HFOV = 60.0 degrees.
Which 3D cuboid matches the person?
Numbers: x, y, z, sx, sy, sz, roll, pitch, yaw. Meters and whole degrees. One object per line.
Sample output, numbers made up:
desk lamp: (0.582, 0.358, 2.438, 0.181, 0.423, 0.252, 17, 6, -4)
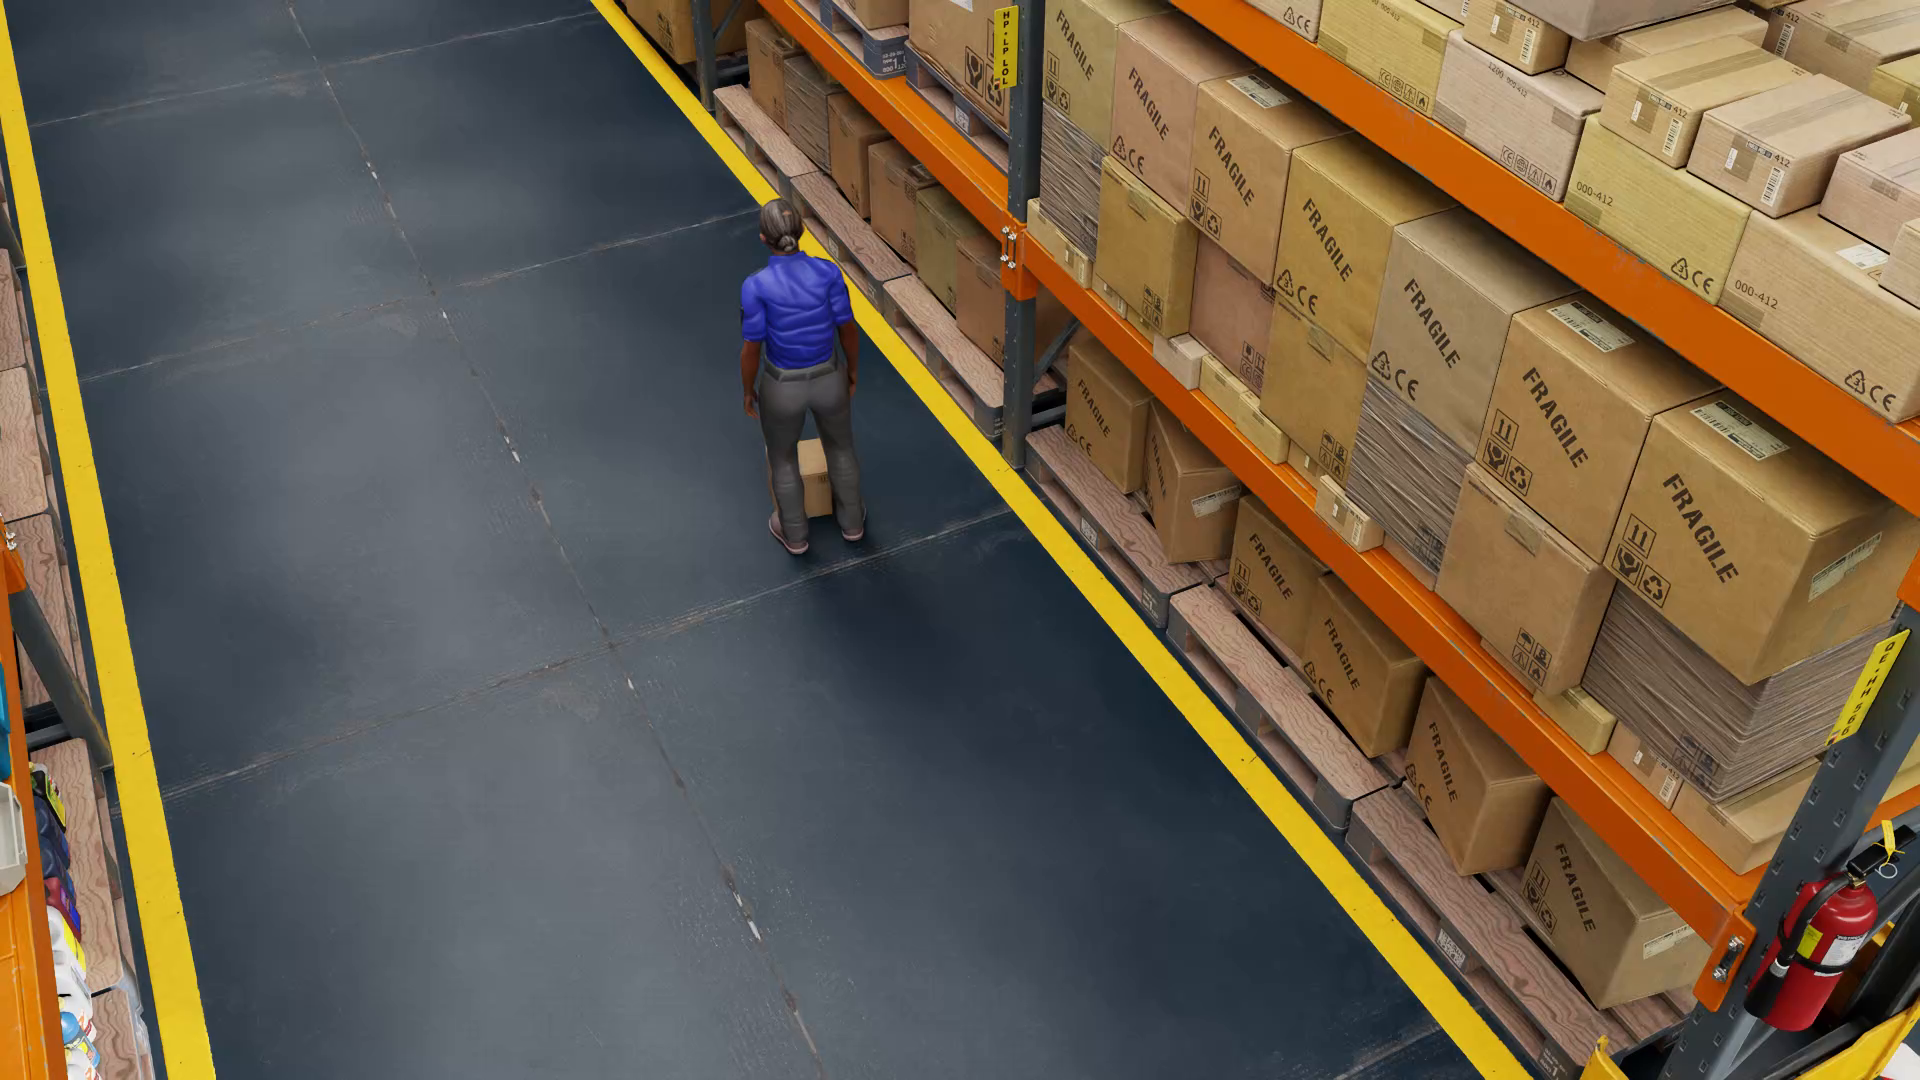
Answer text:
person: (-0.650, -0.651, 6.899, 0.518, 1.654, 0.353, -13, 43, -14)
